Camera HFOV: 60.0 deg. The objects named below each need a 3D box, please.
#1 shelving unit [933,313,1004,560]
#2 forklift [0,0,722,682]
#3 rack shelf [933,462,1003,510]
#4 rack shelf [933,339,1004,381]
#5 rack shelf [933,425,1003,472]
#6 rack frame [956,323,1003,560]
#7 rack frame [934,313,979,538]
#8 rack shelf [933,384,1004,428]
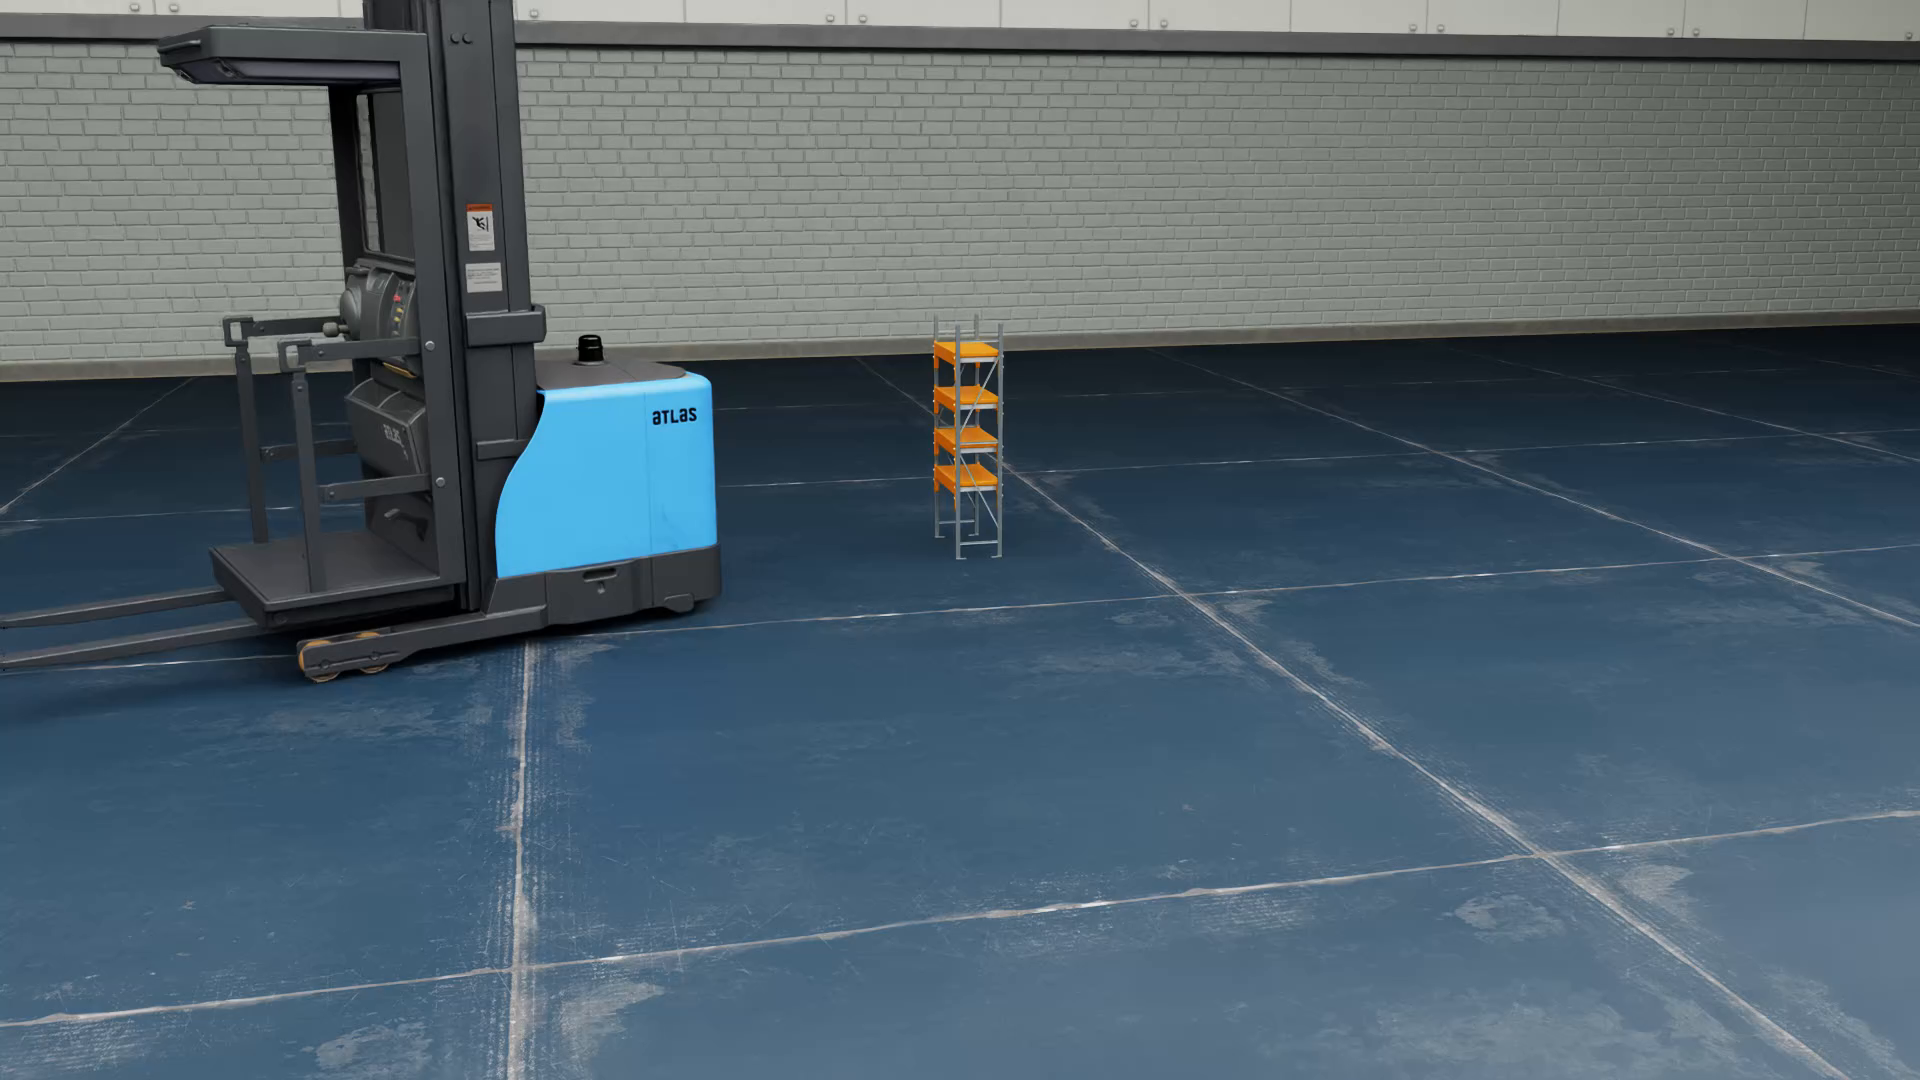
[{"bbox_3d":[0.039,-0.545,8.628,0.258,1.200,0.503,-3,14,-13],"label":"shelving unit"},{"bbox_3d":[-2.596,-1.001,6.850,3.031,2.935,1.130,-9,17,-33],"label":"forklift"},{"bbox_3d":[0.039,-0.286,8.691,0.258,0.148,0.480,-3,14,-13],"label":"rack shelf"},{"bbox_3d":[0.039,-0.926,8.535,0.258,0.148,0.480,-3,14,-13],"label":"rack shelf"},{"bbox_3d":[0.039,-0.479,8.644,0.258,0.148,0.480,-3,14,-13],"label":"rack shelf"},{"bbox_3d":[0.096,-0.488,8.398,0.240,1.200,0.015,-3,14,-13],"label":"rack frame"},{"bbox_3d":[-0.018,-0.601,8.859,0.240,1.200,0.015,-3,14,-13],"label":"rack frame"},{"bbox_3d":[0.039,-0.697,8.591,0.258,0.148,0.480,-3,14,-13],"label":"rack shelf"}]
